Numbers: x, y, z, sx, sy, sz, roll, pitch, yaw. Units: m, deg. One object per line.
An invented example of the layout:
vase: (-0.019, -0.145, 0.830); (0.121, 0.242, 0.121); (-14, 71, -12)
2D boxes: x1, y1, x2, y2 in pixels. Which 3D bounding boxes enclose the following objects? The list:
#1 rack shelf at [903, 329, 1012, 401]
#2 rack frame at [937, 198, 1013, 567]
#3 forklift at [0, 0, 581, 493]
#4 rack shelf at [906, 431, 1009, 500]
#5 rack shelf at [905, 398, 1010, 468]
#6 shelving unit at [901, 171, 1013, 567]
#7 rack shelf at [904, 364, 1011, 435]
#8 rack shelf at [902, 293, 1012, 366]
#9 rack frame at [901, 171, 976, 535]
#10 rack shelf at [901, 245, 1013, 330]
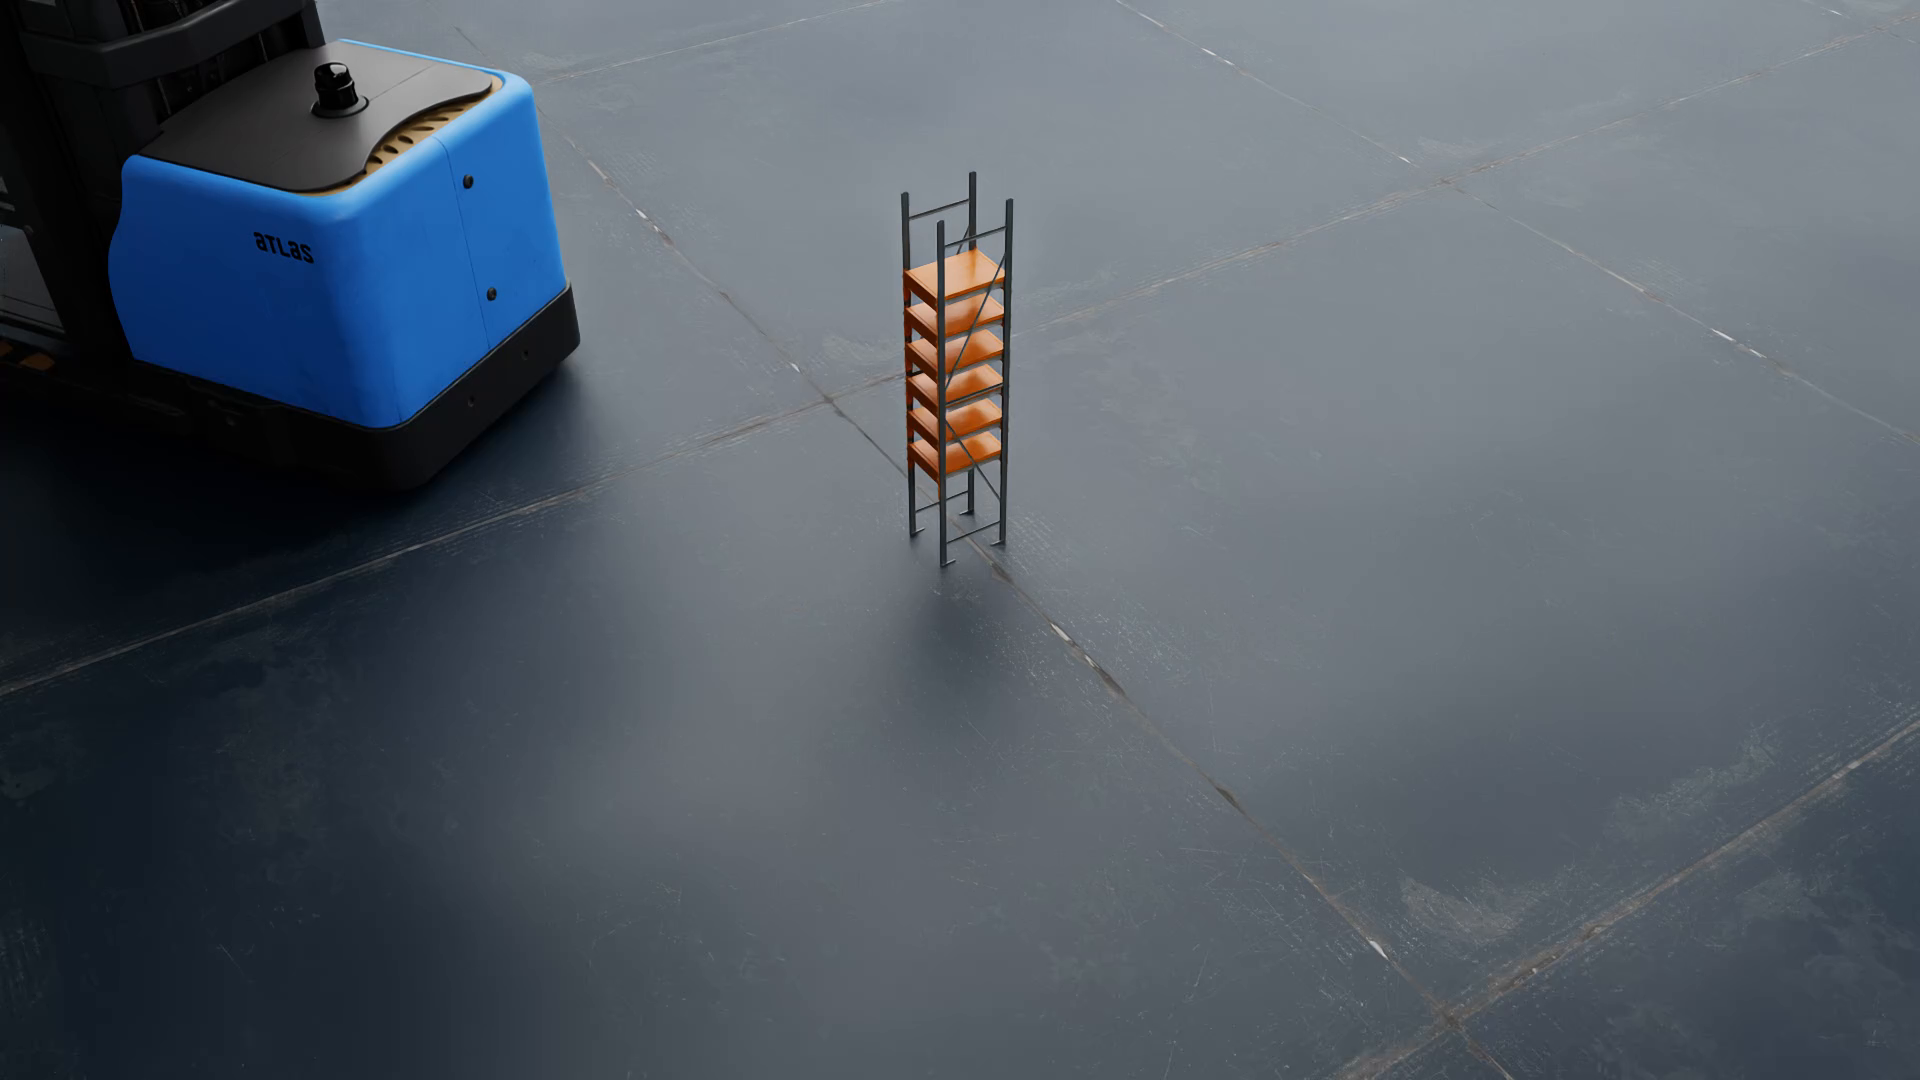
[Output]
rack shelf: (-0.008, -0.527, 4.827); (0.258, 0.103, 0.180); (-22, 45, -24)
rack frame: (0.041, -0.419, 4.816); (0.240, 1.200, 0.006); (-22, 45, -24)
forklift: (-2.931, -1.903, 5.244); (3.031, 2.935, 1.130); (16, 42, 18)
rack shelf: (-0.008, -0.250, 5.057); (0.258, 0.103, 0.180); (-22, 45, -24)
rack shelf: (-0.008, -0.342, 4.981); (0.258, 0.103, 0.180); (-22, 45, -24)
shelving unit: (-0.008, -0.469, 4.875); (0.258, 1.200, 0.189); (-22, 45, -24)
rack shelf: (-0.008, -0.435, 4.904); (0.258, 0.103, 0.180); (-22, 45, -24)
rack shelf: (-0.008, -0.619, 4.750); (0.258, 0.103, 0.180); (-22, 45, -24)
rack frame: (-0.057, -0.518, 4.935); (0.240, 1.200, 0.006); (-22, 45, -24)
rack shelf: (-0.008, -0.711, 4.673); (0.258, 0.103, 0.180); (-22, 45, -24)
